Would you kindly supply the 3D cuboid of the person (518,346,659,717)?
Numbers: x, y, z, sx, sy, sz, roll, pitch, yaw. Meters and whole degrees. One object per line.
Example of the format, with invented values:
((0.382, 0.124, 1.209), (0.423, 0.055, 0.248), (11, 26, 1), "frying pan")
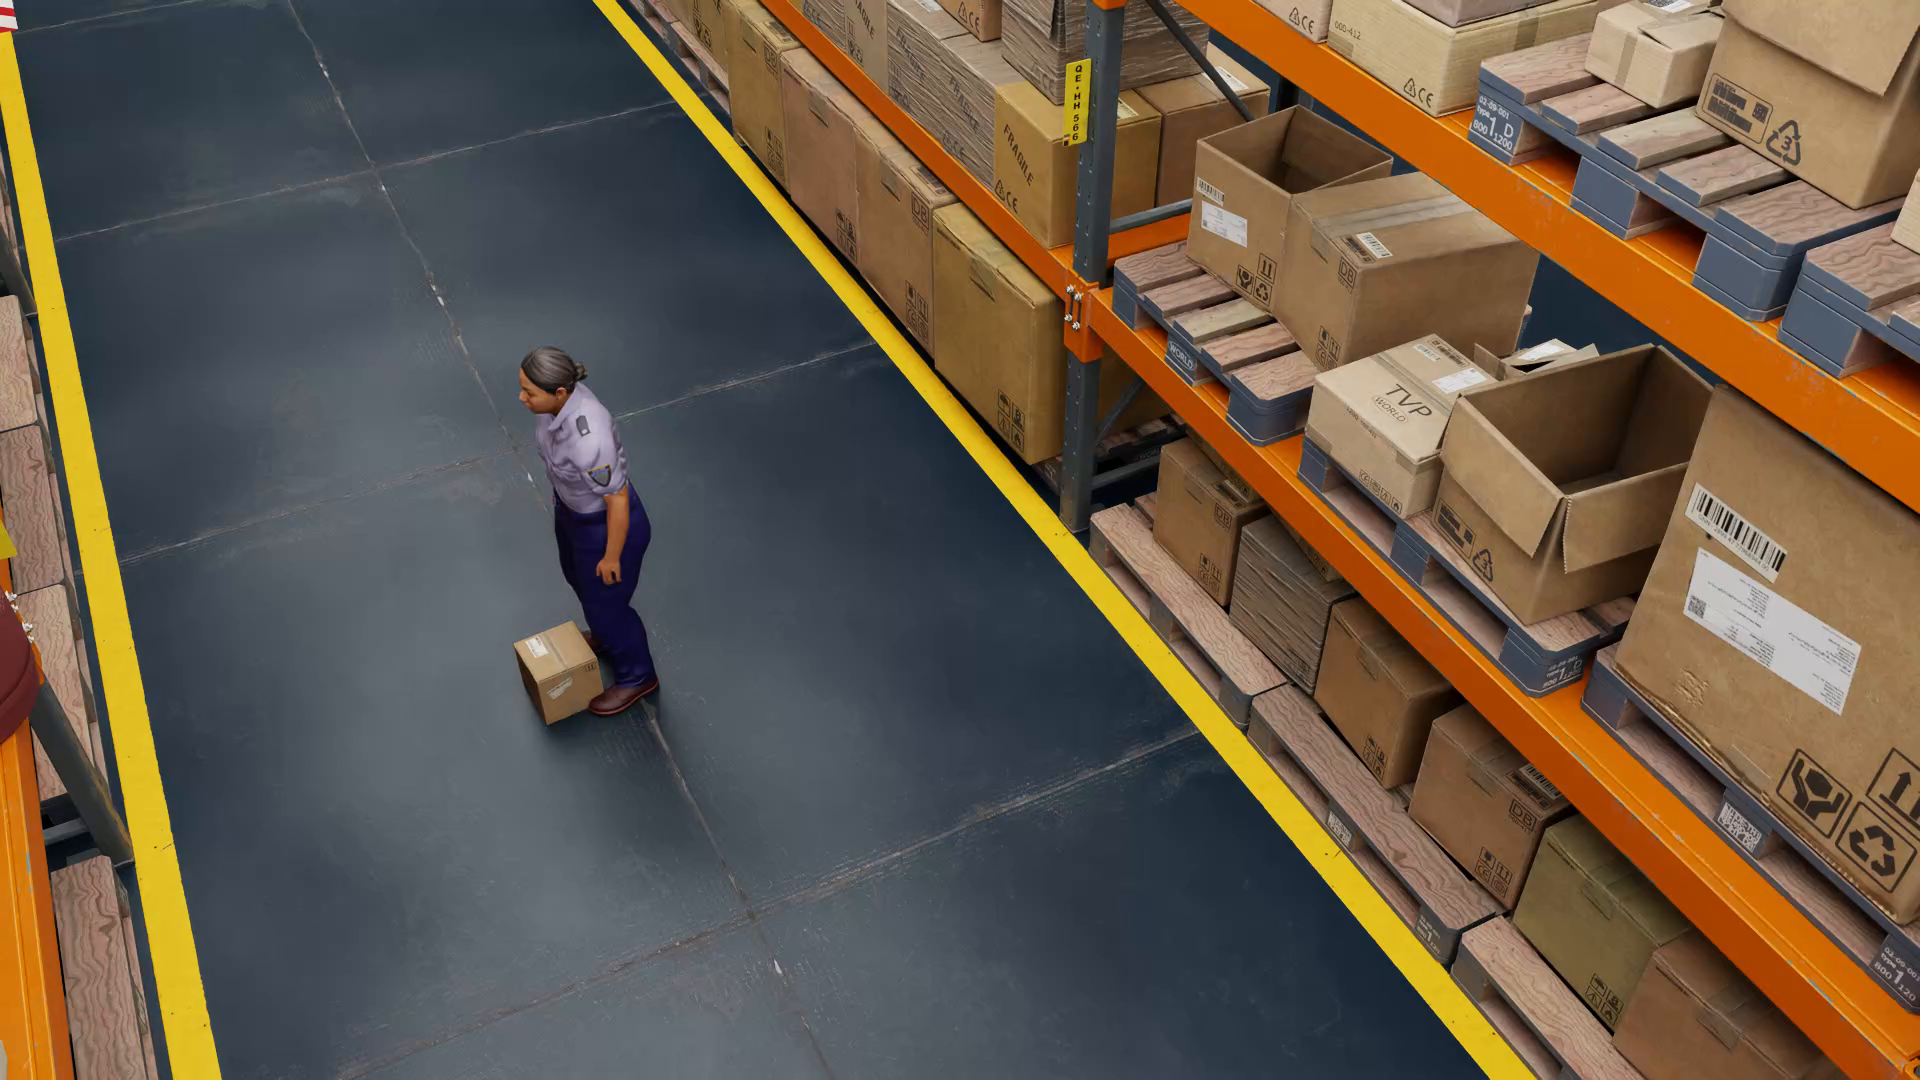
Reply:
((-1.384, -0.070, 6.244), (0.374, 1.652, 0.564), (-22, 46, -22), "person")
